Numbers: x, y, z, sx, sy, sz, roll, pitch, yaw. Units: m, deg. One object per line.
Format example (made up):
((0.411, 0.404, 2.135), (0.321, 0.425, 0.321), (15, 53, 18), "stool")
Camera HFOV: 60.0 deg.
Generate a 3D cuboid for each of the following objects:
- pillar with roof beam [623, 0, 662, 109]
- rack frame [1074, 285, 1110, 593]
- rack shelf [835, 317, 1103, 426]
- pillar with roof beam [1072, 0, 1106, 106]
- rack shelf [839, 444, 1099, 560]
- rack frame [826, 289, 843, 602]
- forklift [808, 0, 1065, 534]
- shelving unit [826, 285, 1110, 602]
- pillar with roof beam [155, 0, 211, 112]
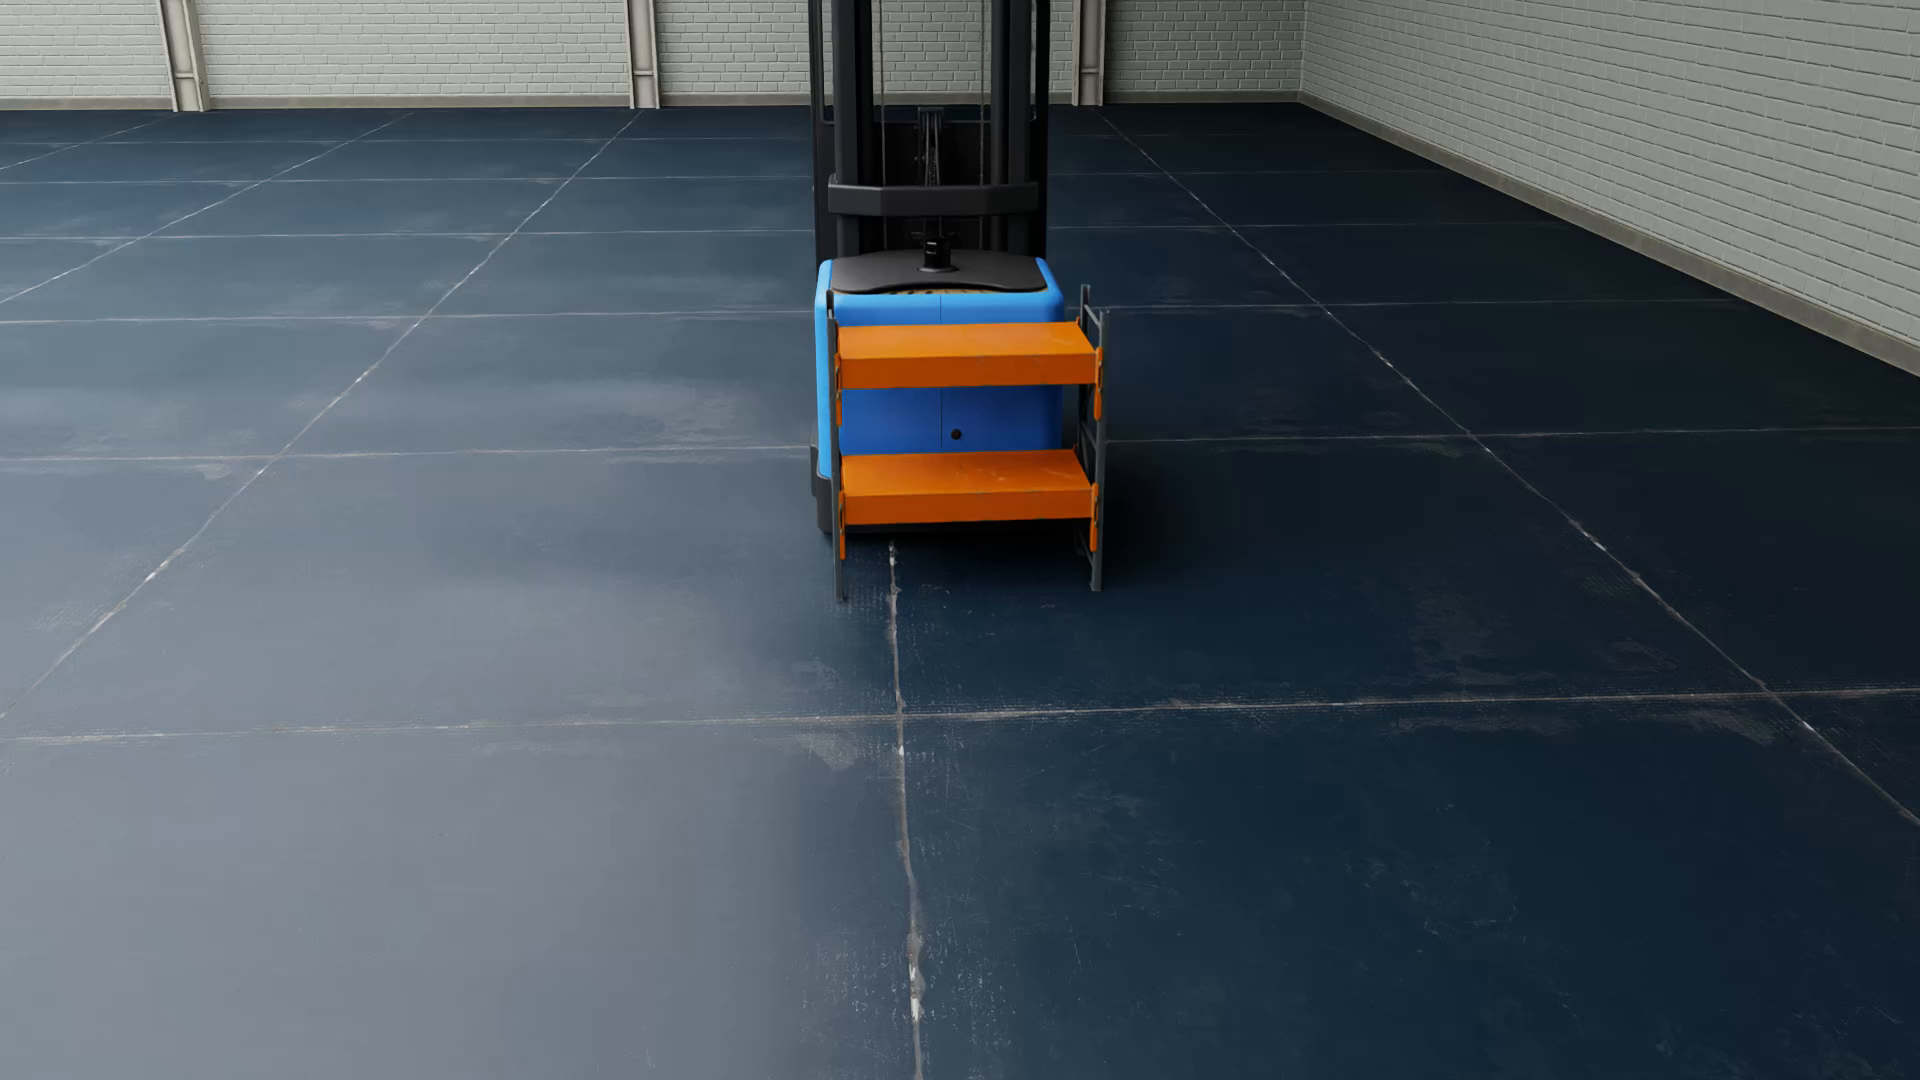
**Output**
((-3.999, -8.533, 16.886), (0.400, 9.000, 9.100), (-1, 21, -3), "pillar with roof beam")
((0.521, -0.405, 6.603), (0.032, 1.125, 0.500), (-2, 21, -5), "rack frame")
((0.014, -0.663, 6.458), (1.000, 0.278, 0.538), (-2, 21, -5), "rack shelf")
((1.992, -8.655, 17.207), (0.400, 9.000, 9.100), (-1, 21, -3), "pillar with roof beam")
((0.014, -0.161, 6.649), (1.000, 0.278, 0.538), (-2, 21, -5), "rack shelf")
((-0.492, -0.373, 6.521), (0.032, 1.125, 0.500), (-2, 21, -5), "rack frame")
((-0.152, -1.873, 7.922), (1.130, 2.935, 3.031), (-1, 21, -3), "forklift")
((0.014, -0.389, 6.562), (1.048, 1.125, 0.538), (-2, 21, -5), "shelving unit")
((-9.989, -8.411, 16.566), (0.400, 9.000, 9.100), (-1, 21, -3), "pillar with roof beam")
